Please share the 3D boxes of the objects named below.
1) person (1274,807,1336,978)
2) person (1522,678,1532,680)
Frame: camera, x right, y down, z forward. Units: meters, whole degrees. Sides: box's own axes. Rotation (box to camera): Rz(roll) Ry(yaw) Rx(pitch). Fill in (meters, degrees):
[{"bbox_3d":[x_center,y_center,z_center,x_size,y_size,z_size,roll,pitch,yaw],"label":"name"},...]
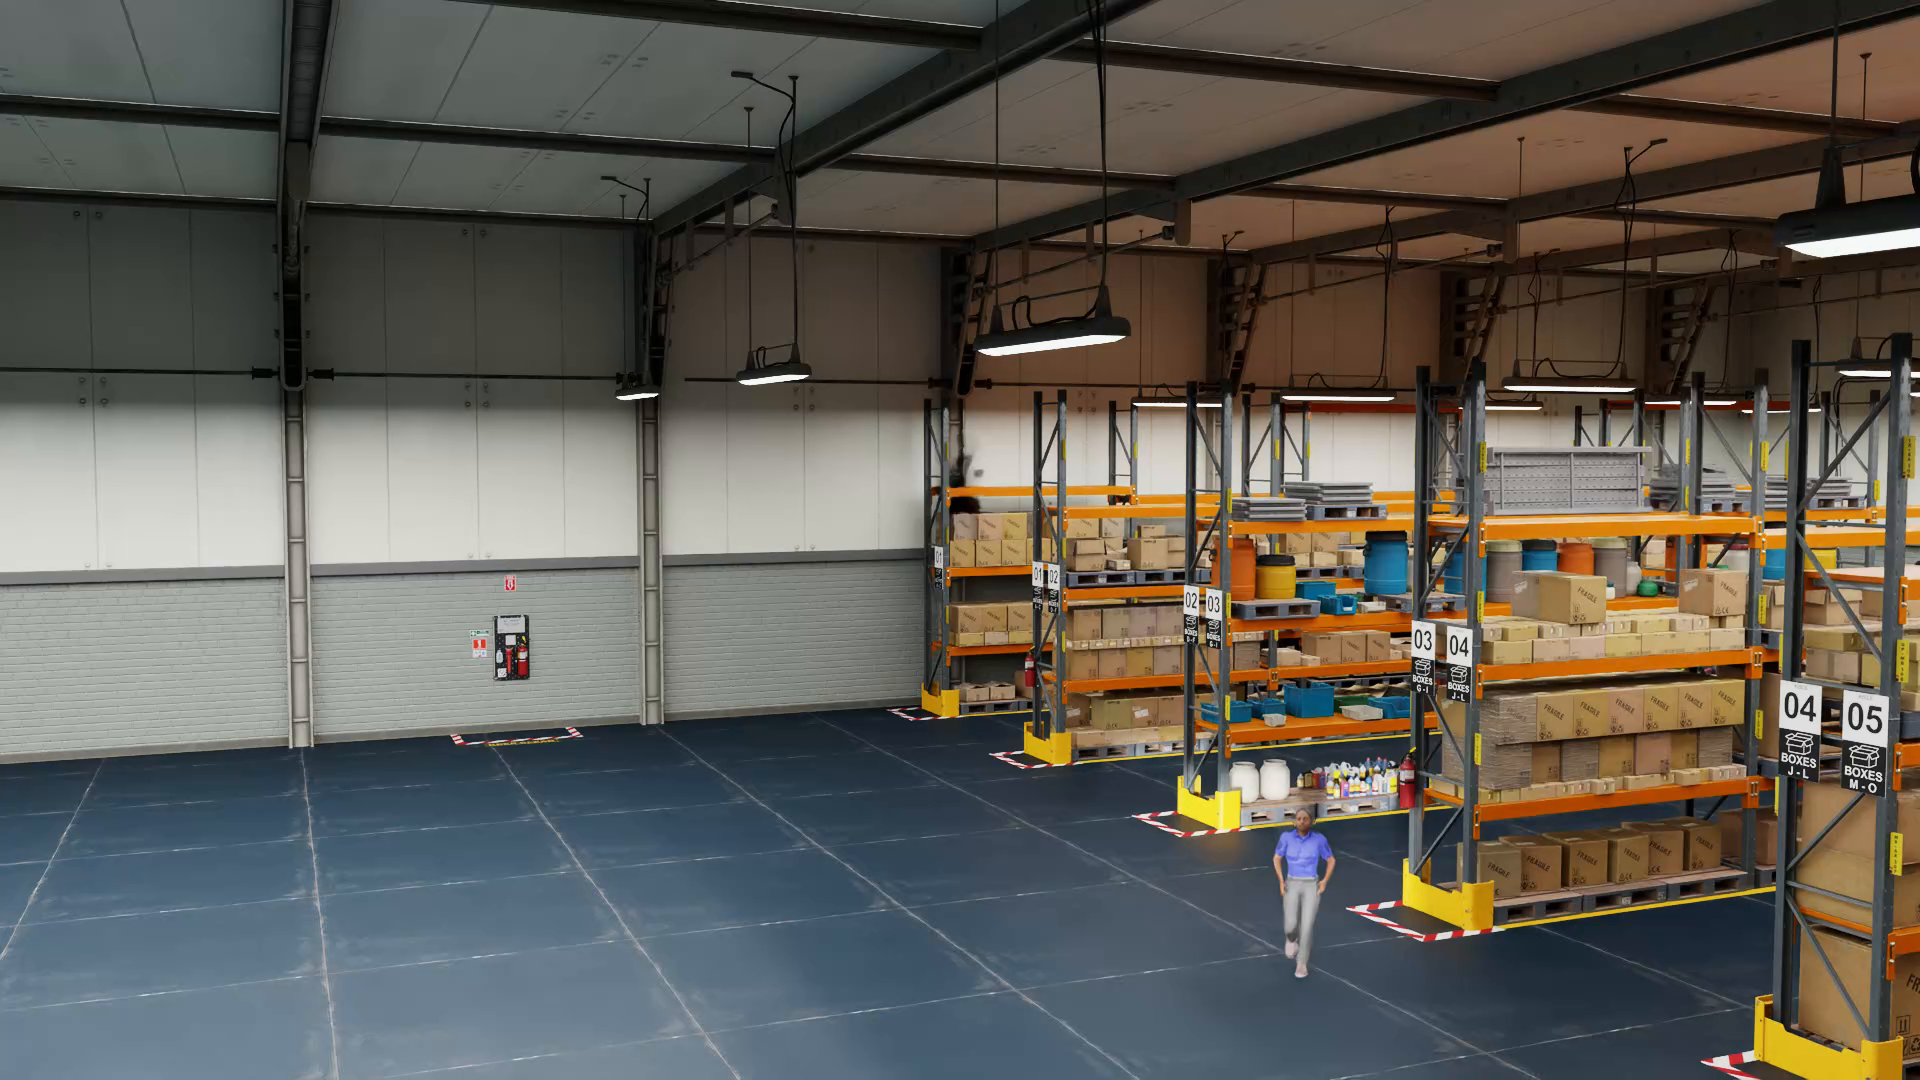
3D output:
[{"bbox_3d":[3.366,3.410,16.264,0.597,1.618,0.556,1,3,14],"label":"person"},{"bbox_3d":[9.004,2.761,26.651,0.540,1.690,0.663,-1,4,-19],"label":"person"}]
